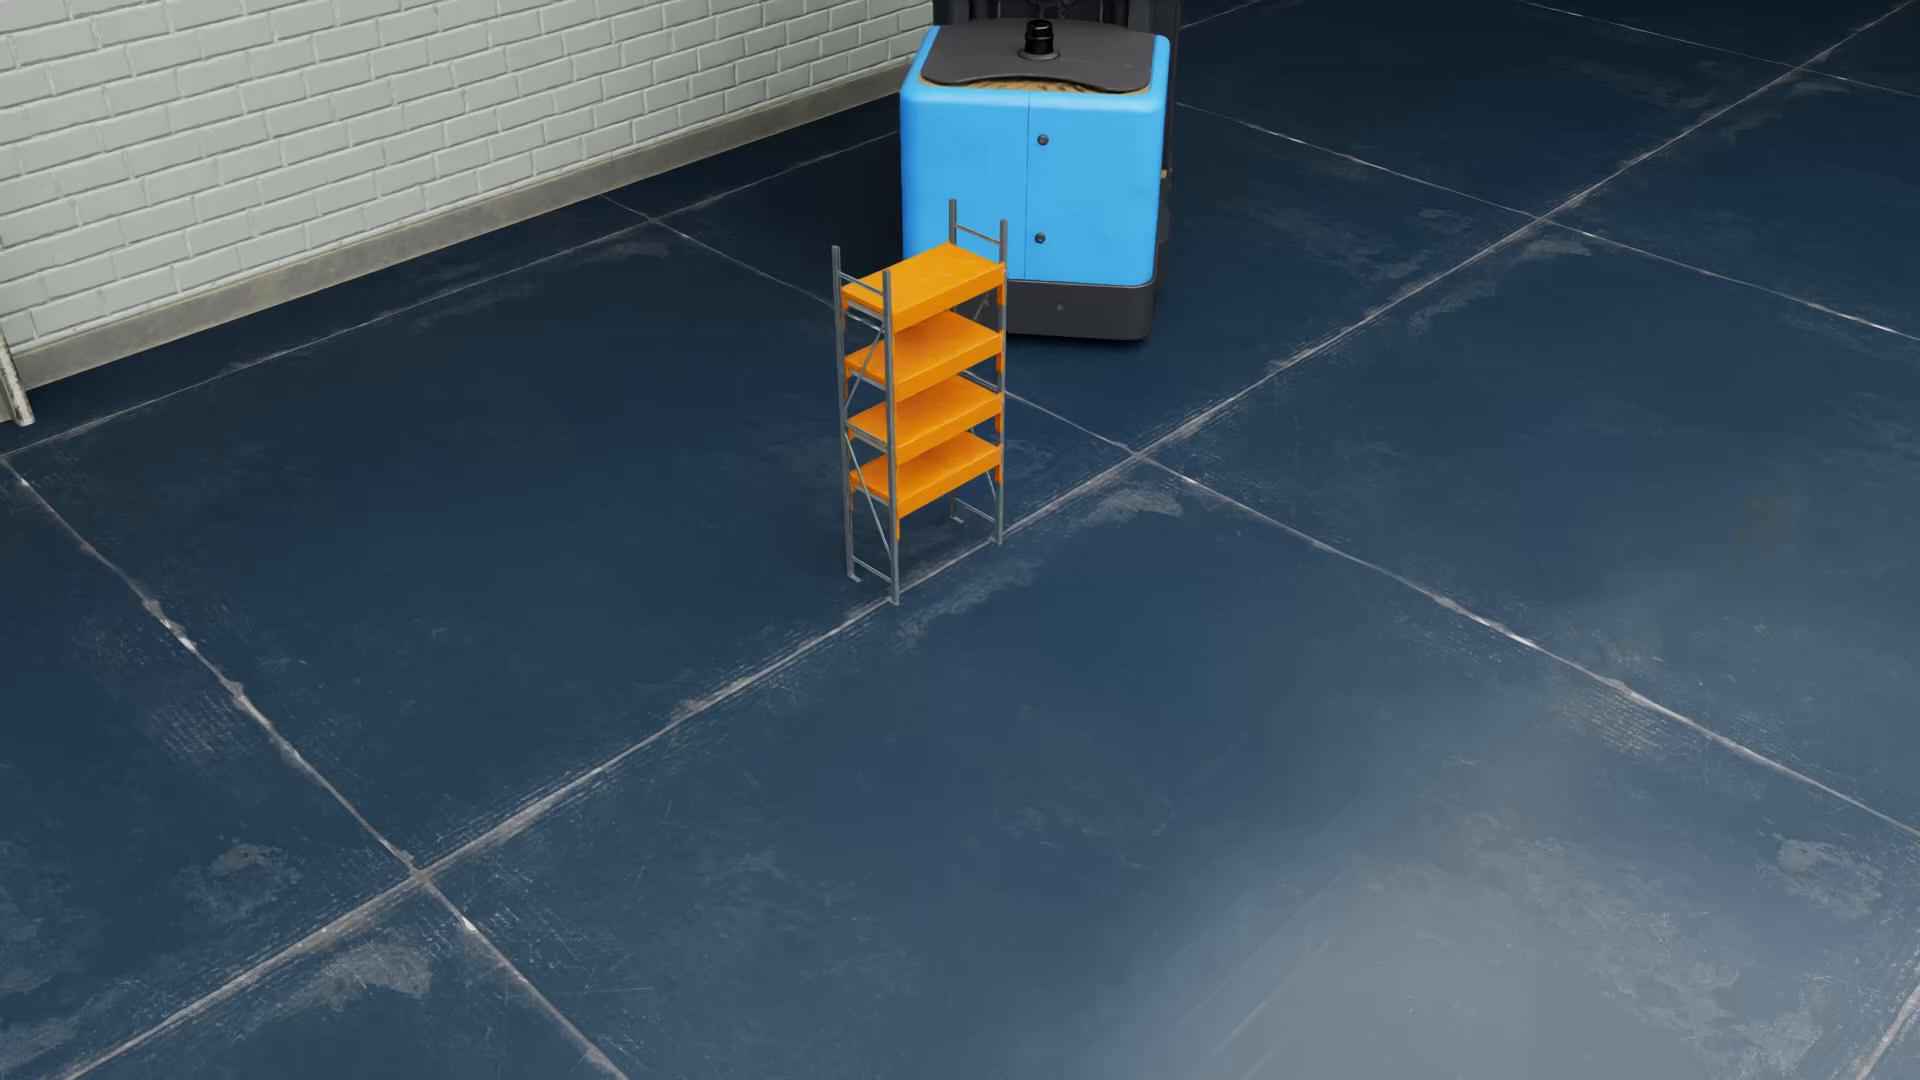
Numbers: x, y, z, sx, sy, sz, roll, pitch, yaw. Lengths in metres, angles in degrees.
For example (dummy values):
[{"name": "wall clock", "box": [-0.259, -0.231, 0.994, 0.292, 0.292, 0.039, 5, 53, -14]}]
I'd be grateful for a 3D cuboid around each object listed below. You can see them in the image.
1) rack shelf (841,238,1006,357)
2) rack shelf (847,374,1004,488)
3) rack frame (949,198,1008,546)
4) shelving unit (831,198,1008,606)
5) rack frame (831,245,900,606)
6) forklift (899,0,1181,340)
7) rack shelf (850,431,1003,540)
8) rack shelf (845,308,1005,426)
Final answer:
[{"name": "rack shelf", "box": [-0.117, -0.747, 5.086, 0.258, 0.148, 0.480, 30, 45, 35]}, {"name": "rack shelf", "box": [-0.117, -0.370, 5.349, 0.258, 0.148, 0.480, 30, 45, 35]}, {"name": "rack frame", "box": [0.055, -0.524, 5.452, 0.240, 1.200, 0.015, 30, 45, 35]}, {"name": "shelving unit", "box": [-0.117, -0.425, 5.310, 0.258, 1.200, 0.503, 30, 45, 35]}, {"name": "rack frame", "box": [-0.289, -0.326, 5.168, 0.240, 1.200, 0.015, 30, 45, 35]}, {"name": "forklift", "box": [0.458, -2.848, 7.272, 1.130, 2.935, 3.031, 4, 35, 6]}, {"name": "rack shelf", "box": [-0.117, -0.207, 5.462, 0.258, 0.148, 0.480, 30, 45, 35]}, {"name": "rack shelf", "box": [-0.117, -0.553, 5.221, 0.258, 0.148, 0.480, 30, 45, 35]}]
